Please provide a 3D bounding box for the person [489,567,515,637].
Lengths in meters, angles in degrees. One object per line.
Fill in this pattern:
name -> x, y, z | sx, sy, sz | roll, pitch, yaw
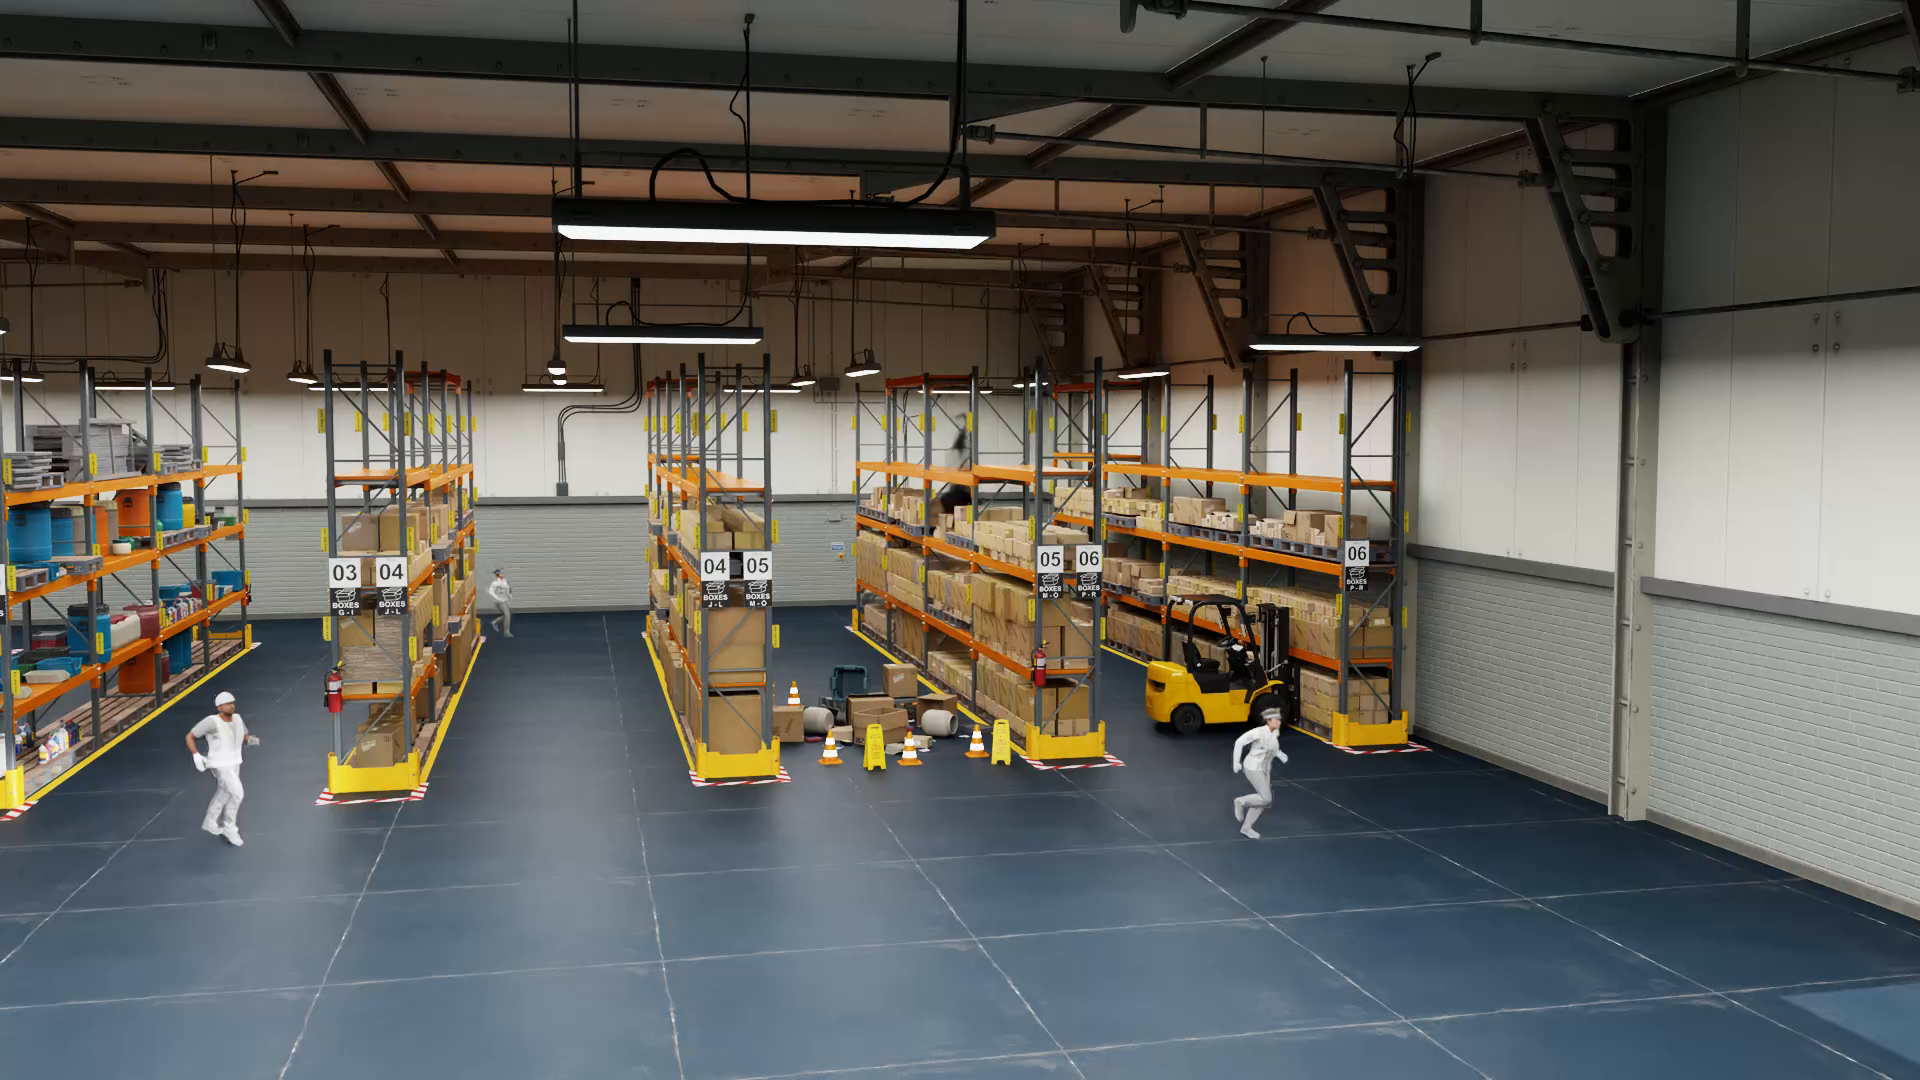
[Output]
person -> -10.857, 1.476, 39.195 | 0.647, 1.694, 0.681 | 1, 4, 19

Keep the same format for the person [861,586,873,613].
person -> -2.300, 1.261, 41.755 | 0.557, 1.692, 0.747 | 1, 4, 10

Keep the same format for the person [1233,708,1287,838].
person -> 3.649, 2.812, 20.141 | 0.670, 1.612, 0.605 | 3, 5, 41

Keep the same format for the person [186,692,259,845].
person -> -8.800, 2.729, 19.929 | 0.845, 1.829, 0.677 | 1, 4, 13
